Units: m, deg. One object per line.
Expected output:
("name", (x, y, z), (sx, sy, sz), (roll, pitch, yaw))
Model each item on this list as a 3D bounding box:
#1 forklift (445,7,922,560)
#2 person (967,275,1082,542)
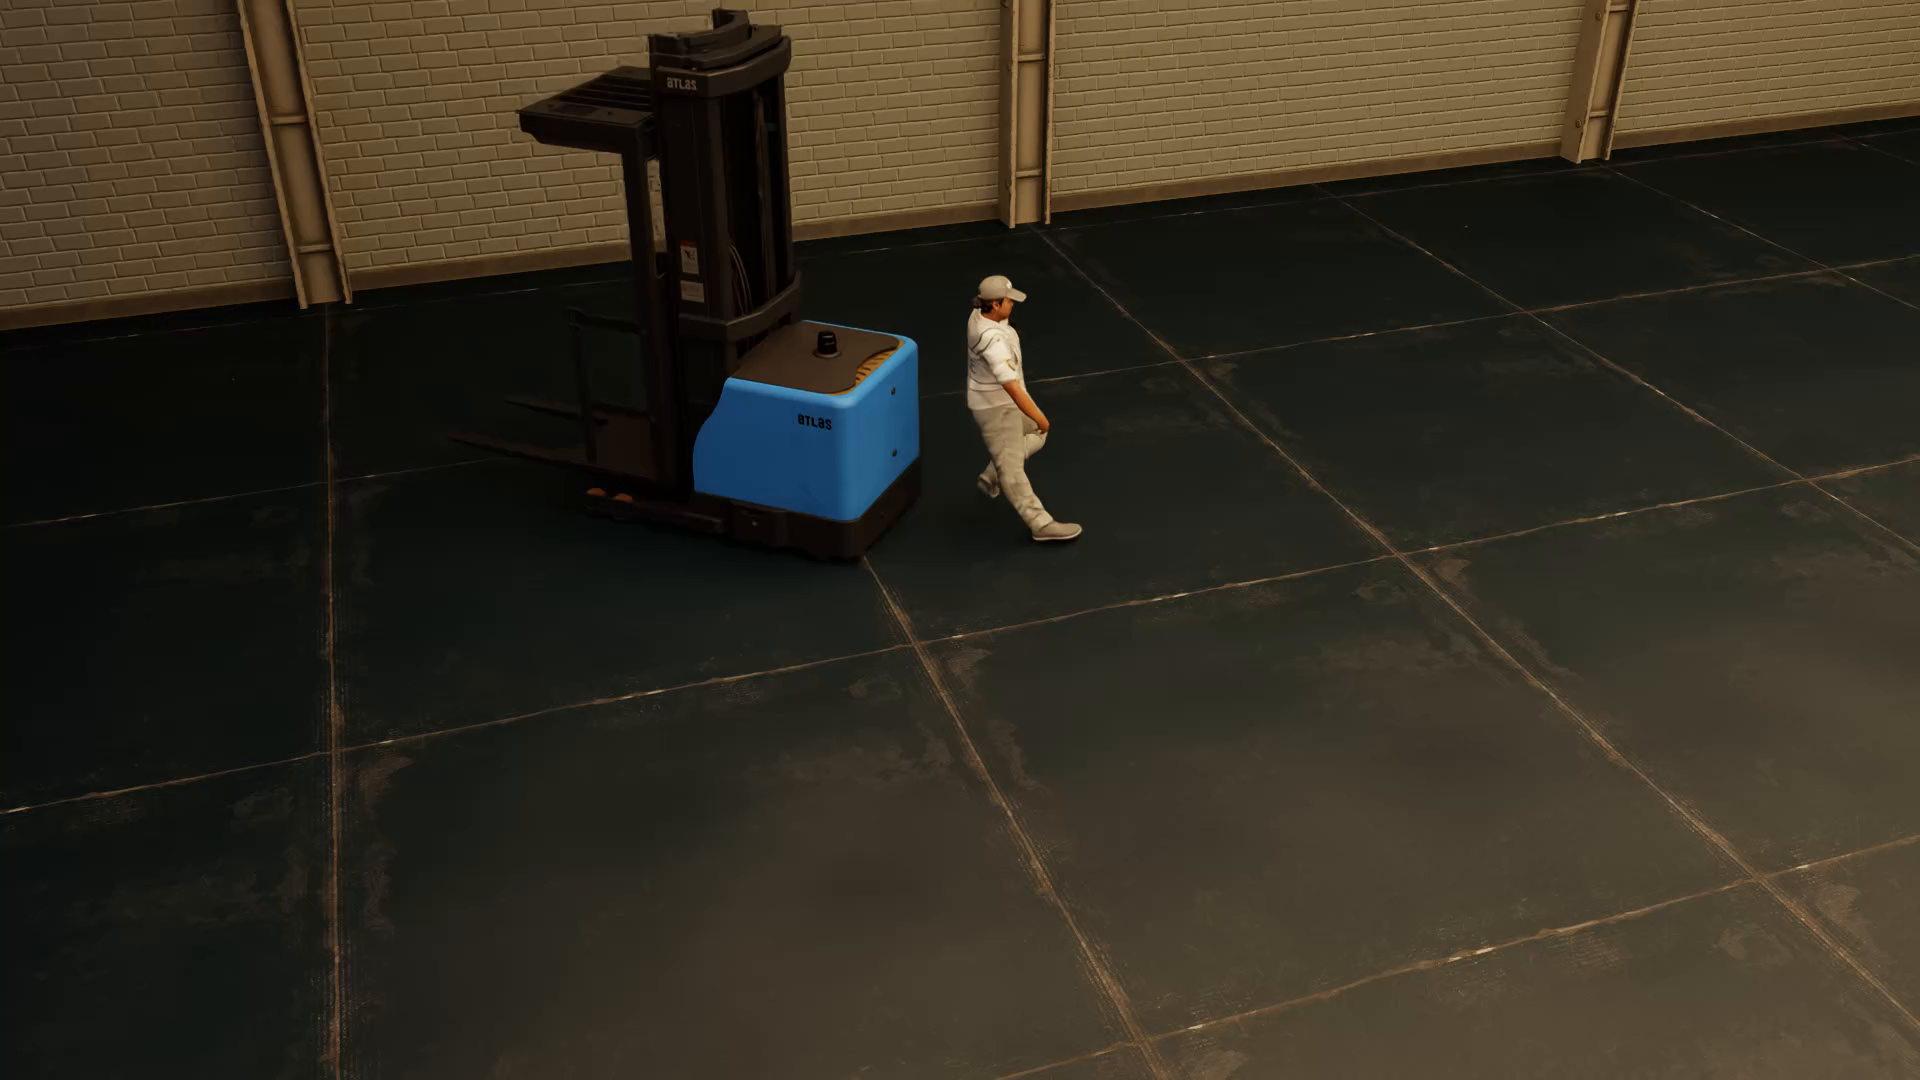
("forklift", (-1.806, -1.617, 9.897), (3.031, 2.935, 1.130), (12, 32, 19))
("person", (0.387, -0.823, 9.871), (0.693, 1.549, 0.700), (0, 30, 0))
